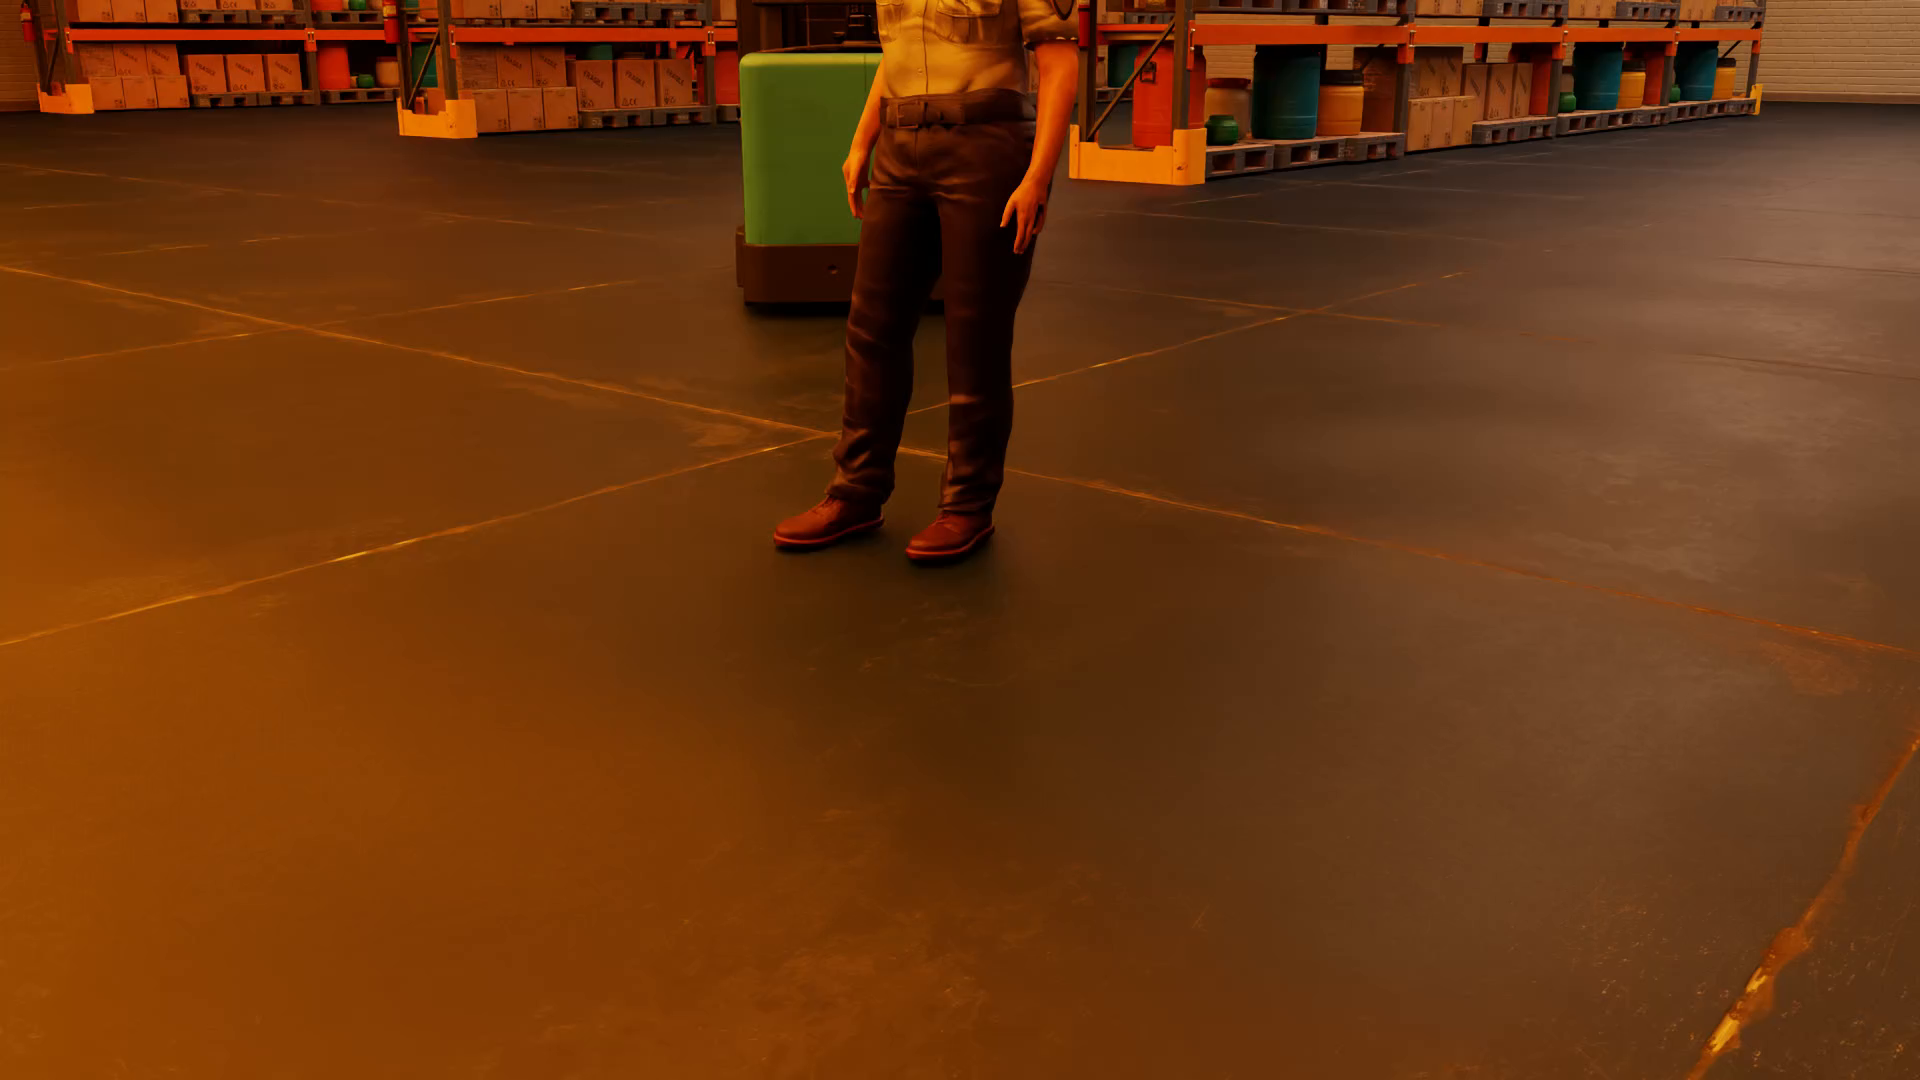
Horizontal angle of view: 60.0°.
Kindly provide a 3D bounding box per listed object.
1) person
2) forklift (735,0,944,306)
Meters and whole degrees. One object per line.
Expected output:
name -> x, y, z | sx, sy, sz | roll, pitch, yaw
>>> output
person -> -0.075, -0.779, 3.648 | 0.598, 1.651, 0.502 | 13, 21, 37
forklift -> -0.537, -2.776, 8.039 | 1.130, 2.935, 3.031 | -2, 17, -6
